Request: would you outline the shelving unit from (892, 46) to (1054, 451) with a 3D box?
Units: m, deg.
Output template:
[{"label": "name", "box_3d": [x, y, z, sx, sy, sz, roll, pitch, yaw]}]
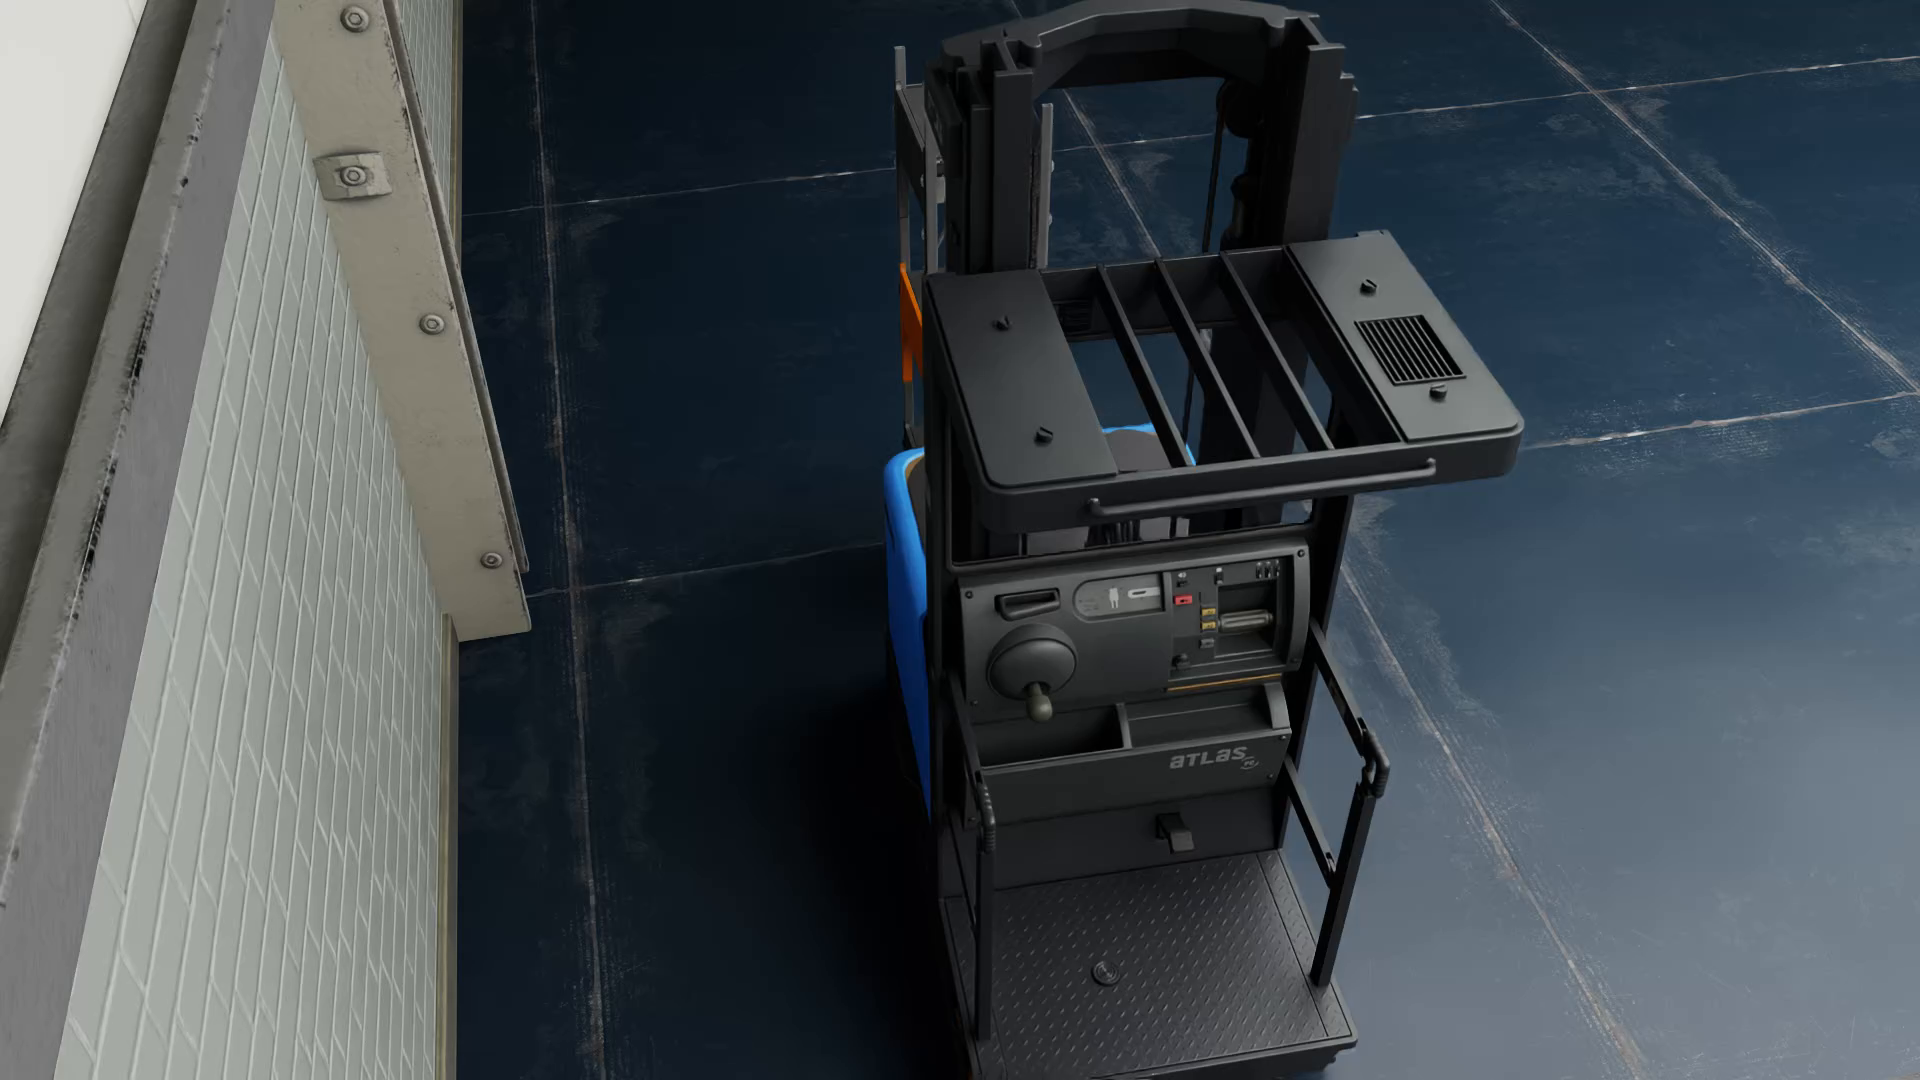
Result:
[{"label": "shelving unit", "box_3d": [0.036, -0.678, 5.932, 0.431, 2.100, 0.503, -8, 42, -9]}]

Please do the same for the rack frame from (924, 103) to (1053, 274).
[{"label": "rack frame", "box_3d": [0.088, -0.520, 5.754, 0.400, 2.100, 0.015, -8, 42, -9]}]

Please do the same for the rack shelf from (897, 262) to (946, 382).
[{"label": "rack shelf", "box_3d": [0.036, -0.668, 5.941, 0.431, 0.518, 0.480, -8, 42, -9]}]

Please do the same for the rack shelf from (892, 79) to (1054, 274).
[{"label": "rack shelf", "box_3d": [0.036, -1.191, 5.476, 0.431, 0.518, 0.480, -8, 42, -9]}]

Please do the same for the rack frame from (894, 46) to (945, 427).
[{"label": "rack frame", "box_3d": [-0.017, -0.836, 6.110, 0.400, 2.100, 0.015, -8, 42, -9]}]

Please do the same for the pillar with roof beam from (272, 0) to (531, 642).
[{"label": "pillar with roof beam", "box_3d": [2.370, -3.742, 4.186, 9.100, 9.000, 0.400, -8, 42, -9]}]

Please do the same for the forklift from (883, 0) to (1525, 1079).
[{"label": "forklift", "box_3d": [0.501, 0.320, 4.182, 1.130, 2.935, 3.031, -7, 42, -8]}]

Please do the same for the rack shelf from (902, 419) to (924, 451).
[{"label": "rack shelf", "box_3d": [0.036, -0.144, 6.406, 0.431, 0.518, 0.480, -8, 42, -9]}]
